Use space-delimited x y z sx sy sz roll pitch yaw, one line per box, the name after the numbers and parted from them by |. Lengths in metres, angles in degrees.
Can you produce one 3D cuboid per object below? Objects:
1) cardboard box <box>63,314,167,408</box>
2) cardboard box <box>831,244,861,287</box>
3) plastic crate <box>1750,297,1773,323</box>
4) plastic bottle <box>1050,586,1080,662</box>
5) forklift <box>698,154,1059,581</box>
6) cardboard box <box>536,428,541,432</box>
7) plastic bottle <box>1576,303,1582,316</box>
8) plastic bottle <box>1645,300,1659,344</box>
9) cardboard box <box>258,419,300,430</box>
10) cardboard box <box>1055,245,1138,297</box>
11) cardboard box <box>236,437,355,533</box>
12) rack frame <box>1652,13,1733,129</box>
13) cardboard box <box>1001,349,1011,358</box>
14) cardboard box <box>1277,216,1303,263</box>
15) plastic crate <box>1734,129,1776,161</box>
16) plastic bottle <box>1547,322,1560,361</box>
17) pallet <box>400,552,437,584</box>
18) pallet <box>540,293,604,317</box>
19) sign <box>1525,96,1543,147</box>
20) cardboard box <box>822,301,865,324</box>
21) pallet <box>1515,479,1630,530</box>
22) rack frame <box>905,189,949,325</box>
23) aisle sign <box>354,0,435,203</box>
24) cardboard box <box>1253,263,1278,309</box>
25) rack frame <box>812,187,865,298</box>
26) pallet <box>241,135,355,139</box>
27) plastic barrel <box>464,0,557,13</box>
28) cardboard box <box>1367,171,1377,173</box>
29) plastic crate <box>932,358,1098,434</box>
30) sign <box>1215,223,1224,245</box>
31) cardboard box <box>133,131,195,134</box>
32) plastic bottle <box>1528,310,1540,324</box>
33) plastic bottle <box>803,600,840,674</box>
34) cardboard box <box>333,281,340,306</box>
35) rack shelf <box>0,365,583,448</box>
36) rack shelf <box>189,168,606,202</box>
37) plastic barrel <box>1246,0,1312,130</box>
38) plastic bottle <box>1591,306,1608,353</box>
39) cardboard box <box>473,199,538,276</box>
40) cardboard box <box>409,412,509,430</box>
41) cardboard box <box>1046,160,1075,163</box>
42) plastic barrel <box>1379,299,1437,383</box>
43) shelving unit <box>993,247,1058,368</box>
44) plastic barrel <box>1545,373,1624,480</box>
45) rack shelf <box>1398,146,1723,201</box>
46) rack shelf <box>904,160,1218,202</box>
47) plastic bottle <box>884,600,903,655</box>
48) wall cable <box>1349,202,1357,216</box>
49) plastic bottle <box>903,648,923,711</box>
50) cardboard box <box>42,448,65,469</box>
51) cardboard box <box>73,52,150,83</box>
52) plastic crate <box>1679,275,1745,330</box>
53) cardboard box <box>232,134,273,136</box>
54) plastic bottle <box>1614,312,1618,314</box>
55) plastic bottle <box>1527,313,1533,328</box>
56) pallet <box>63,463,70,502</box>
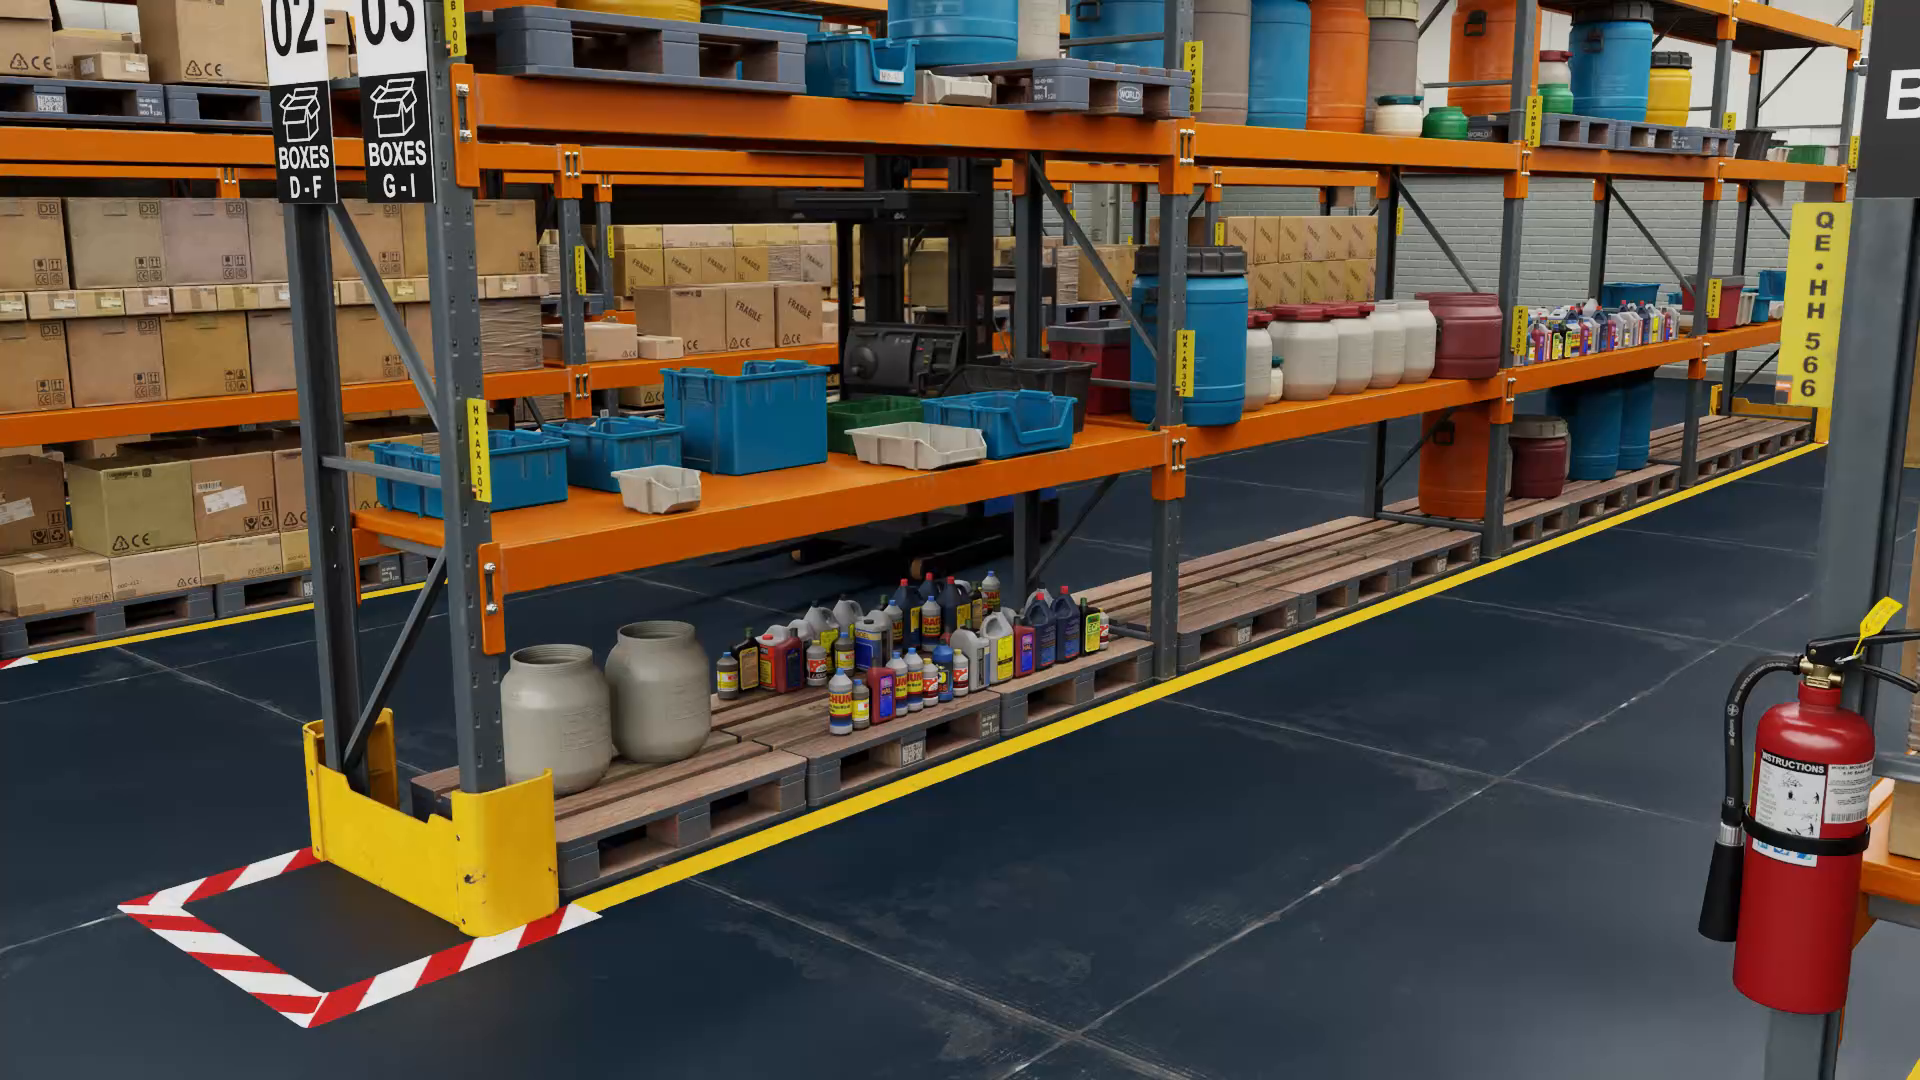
-4.992 -1.056 9.583 0.700 0.500 0.500 10 15 42 | cardboard box
-1.571 -3.371 20.366 0.500 0.500 0.500 9 15 39 | cardboard box
7.464 -2.187 15.775 0.416 0.233 0.300 10 15 40 | plastic crate
0.497 0.406 8.160 0.144 0.351 0.185 9 15 39 | plastic bottle
-0.506 -1.271 11.093 1.130 2.935 3.031 7 13 33 | forklift
-2.961 -0.679 12.471 0.500 0.311 0.500 10 15 40 | cardboard box
5.336 -1.911 14.416 0.061 0.283 0.133 10 15 40 | plastic bottle
5.626 -1.784 13.613 0.144 0.351 0.185 10 15 40 | plastic bottle
-6.263 -1.190 15.772 0.700 0.500 0.500 10 15 42 | cardboard box
1.381 -2.732 16.904 0.500 0.500 0.700 -9 15 -39 | cardboard box
-4.140 -0.357 10.376 0.500 0.500 0.500 10 15 40 | cardboard box
5.987 -4.928 13.910 1.000 3.000 0.127 10 15 40 | rack frame
0.468 -2.646 23.111 0.700 0.500 0.500 10 15 40 | cardboard box
3.471 -3.351 18.522 0.500 0.500 0.500 9 15 39 | cardboard box
7.013 -3.540 14.954 0.497 0.269 0.590 10 15 40 | plastic crate
4.303 -1.444 12.082 0.061 0.283 0.133 10 15 40 | plastic bottle
-3.569 0.029 11.528 1.003 0.211 1.213 10 15 40 | pallet
-4.486 -2.466 17.389 1.213 0.211 1.003 10 15 40 | pallet
3.764 -2.747 10.916 0.100 0.325 0.005 10 15 40 | sign
-1.108 -1.888 14.235 0.500 0.311 0.500 10 15 40 | cardboard box
4.641 -0.330 13.326 1.003 0.211 1.213 10 15 40 | pallet
-0.372 -2.039 14.760 1.000 3.000 0.127 10 15 40 | rack frame
-1.762 -1.447 5.160 0.394 0.787 0.004 10 15 40 | aisle sign
3.145 -2.792 18.275 0.500 0.500 0.500 10 15 41 | cardboard box
-1.455 -3.267 20.910 1.000 3.000 0.127 10 15 40 | rack frame
-6.248 -3.546 15.128 1.213 0.211 1.003 10 15 40 | pallet
-1.709 -2.196 5.721 0.600 0.830 0.708 10 15 40 | plastic barrel
4.768 -4.503 19.825 0.500 0.250 0.500 10 15 40 | cardboard box
0.265 -0.718 8.307 0.767 0.338 0.504 10 15 40 | plastic crate
2.688 -3.124 17.236 0.100 0.325 0.005 10 15 40 | sign
-6.885 -3.513 14.178 0.500 0.500 0.500 10 15 42 | cardboard box
4.631 -1.736 13.562 0.152 0.276 0.135 10 15 40 | plastic bottle
-0.667 0.457 7.905 0.144 0.351 0.185 11 15 43 | plastic bottle
-4.043 -1.523 10.269 0.380 0.149 0.250 10 15 42 | cardboard box
-4.333 -0.803 10.411 1.077 0.370 4.000 10 15 40 | rack shelf
-5.416 -3.502 16.267 1.077 0.370 4.000 10 15 40 | rack shelf
1.742 -2.821 9.740 0.600 0.901 0.708 10 15 40 | plastic barrel
4.899 -1.622 12.802 0.144 0.351 0.185 10 15 40 | plastic bottle
-3.301 -2.069 11.346 0.700 0.500 0.500 10 15 41 | cardboard box
-3.554 -0.648 11.829 0.500 0.500 0.500 10 15 40 | cardboard box
0.571 -3.779 15.558 0.910 0.500 0.500 10 15 40 | cardboard box
2.828 -1.274 10.644 0.421 0.512 0.421 0 11 0 | plastic barrel
0.429 -1.159 12.653 0.431 2.100 0.503 7 13 33 | shelving unit
5.147 -0.981 13.750 0.600 0.901 0.708 10 15 40 | plastic barrel
4.667 -2.810 12.801 1.077 0.370 4.000 10 15 40 | rack shelf
0.948 -3.451 16.010 1.077 0.370 4.000 10 15 40 | rack shelf
-0.332 0.432 8.231 0.097 0.271 0.097 0 11 0 | plastic bottle
5.187 -6.061 27.508 3.097 2.526 0.112 10 15 40 | wall cable
-0.211 0.610 7.342 0.097 0.271 0.097 0 11 0 | plastic bottle
-7.807 -0.675 14.088 0.380 0.149 0.250 8 14 36 | cardboard box
-4.744 -2.634 9.295 0.380 0.149 0.250 10 15 40 | cardboard box
6.765 -2.146 14.980 0.402 0.464 0.583 10 15 40 | plastic crate
-6.315 -3.886 15.023 0.500 0.500 0.500 -9 15 -39 | cardboard box
5.289 -1.709 13.437 0.097 0.271 0.097 0 11 0 | plastic bottle
4.513 -1.673 13.258 0.097 0.271 0.097 0 11 0 | plastic bottle
-7.958 -0.439 13.870 1.003 0.211 1.213 10 15 40 | pallet
